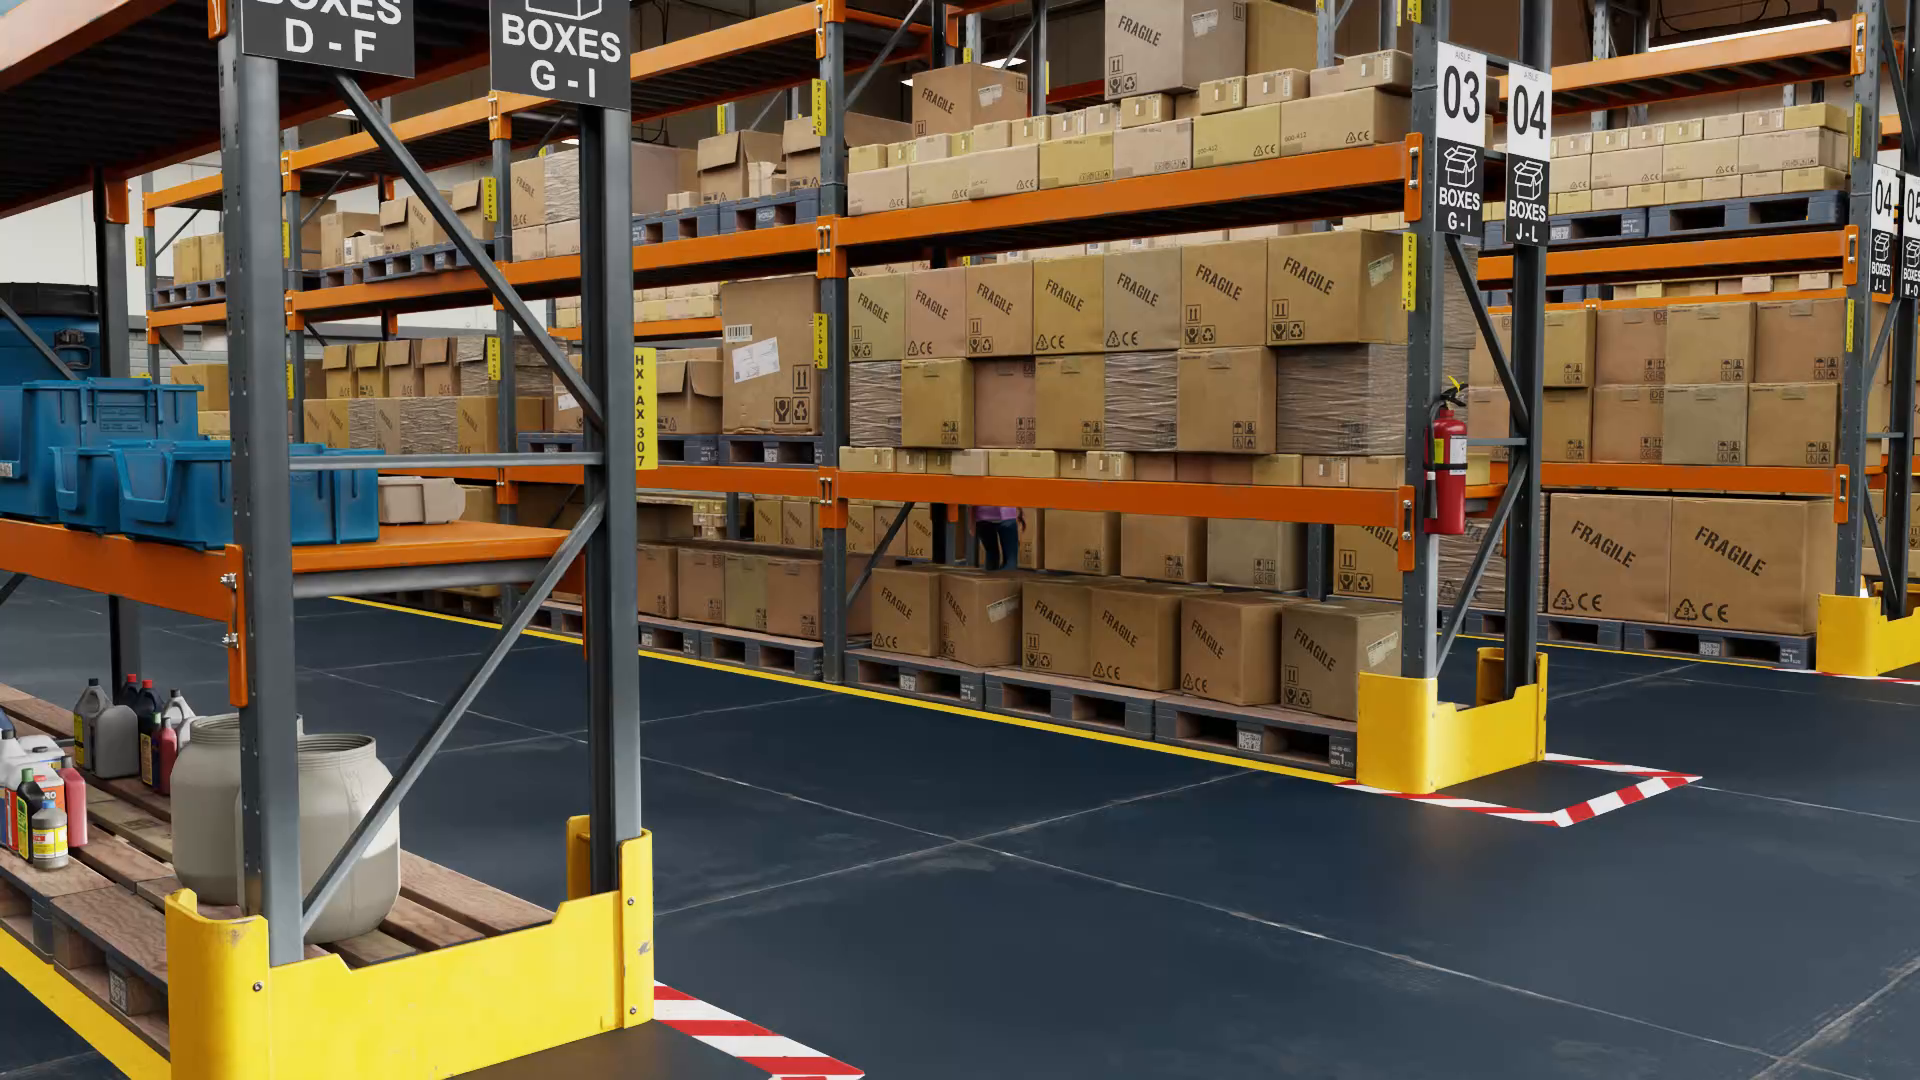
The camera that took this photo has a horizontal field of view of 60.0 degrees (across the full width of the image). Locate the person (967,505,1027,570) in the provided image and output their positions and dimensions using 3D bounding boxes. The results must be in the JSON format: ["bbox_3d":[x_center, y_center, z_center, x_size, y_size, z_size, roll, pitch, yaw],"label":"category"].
[{"bbox_3d":[0.306,-0.144,13.301,0.453,1.634,0.427,2,4,20],"label":"person"}]
